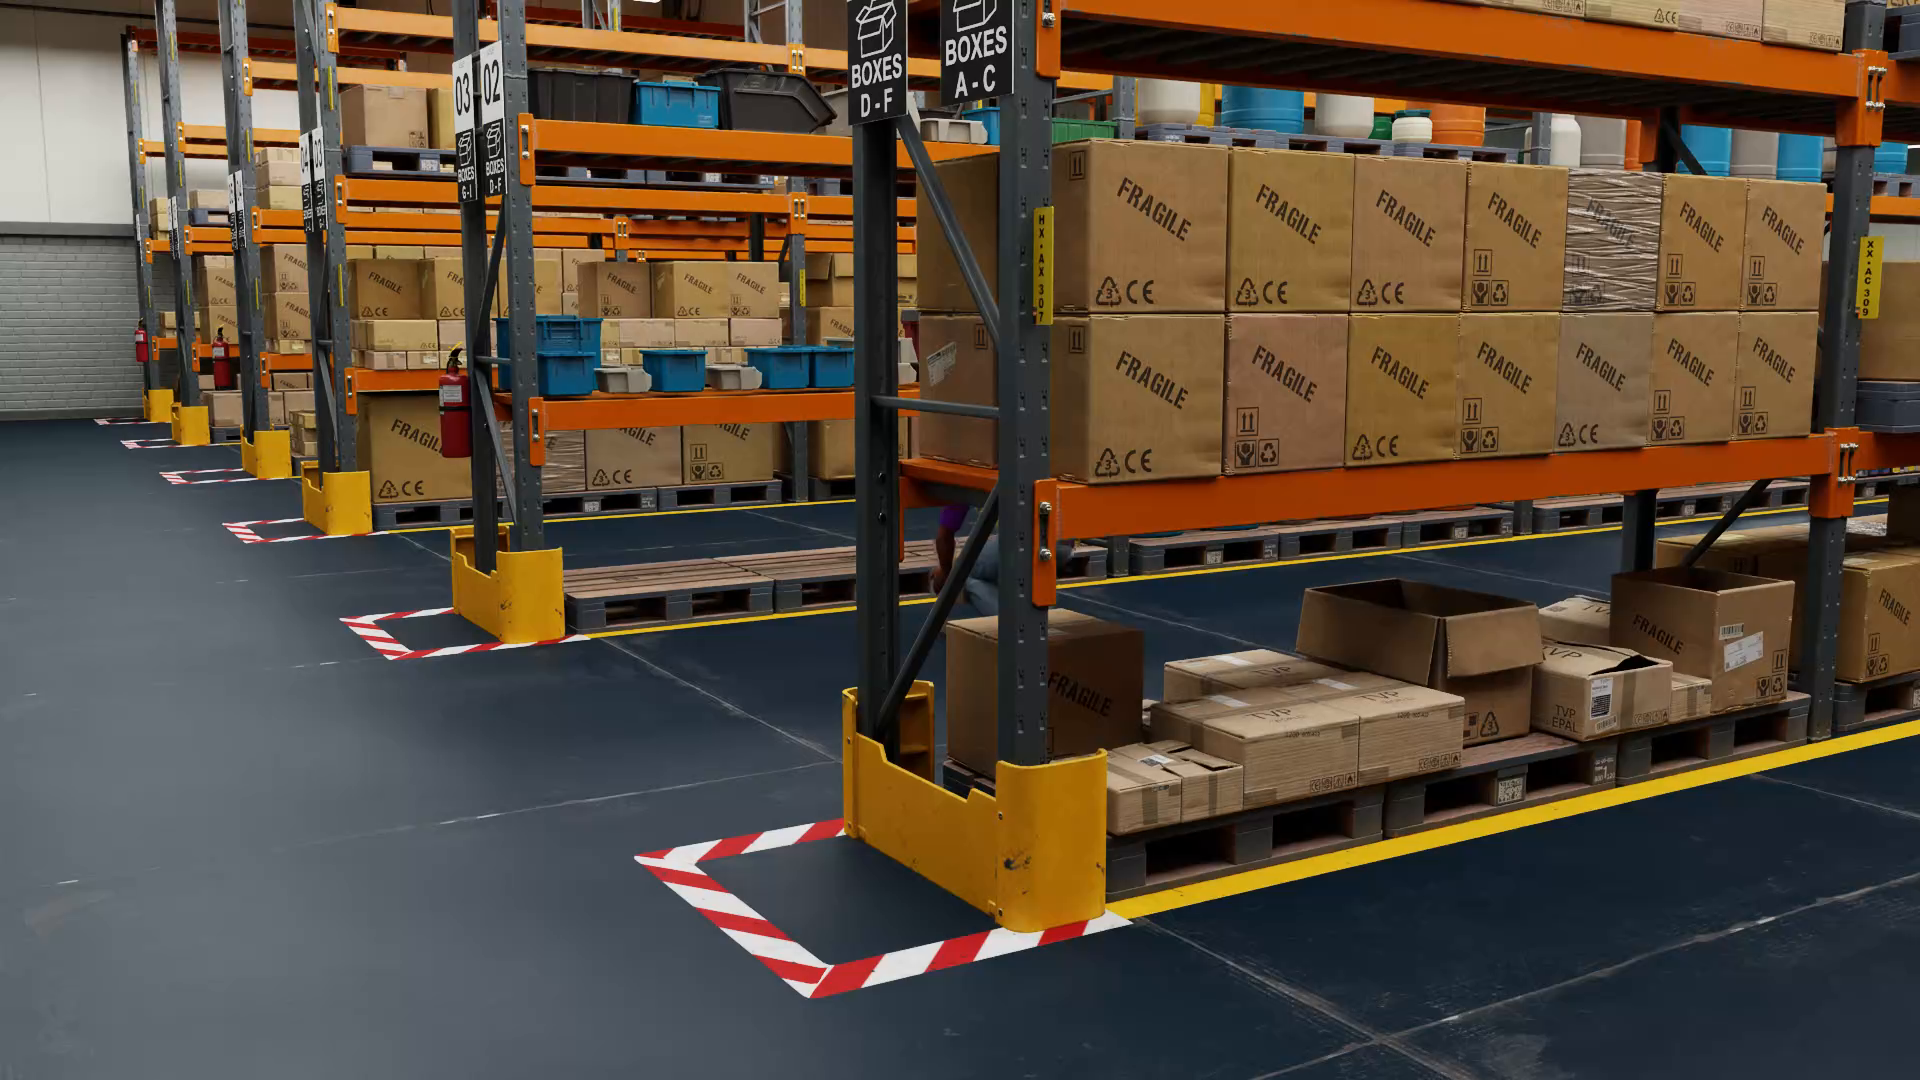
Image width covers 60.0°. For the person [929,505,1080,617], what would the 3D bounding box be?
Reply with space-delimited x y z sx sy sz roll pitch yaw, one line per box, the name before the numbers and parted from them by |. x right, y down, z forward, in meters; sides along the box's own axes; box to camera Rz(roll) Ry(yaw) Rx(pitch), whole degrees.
person | 0.228 0.018 8.877 0.607 1.133 0.857 -5 9 -31
